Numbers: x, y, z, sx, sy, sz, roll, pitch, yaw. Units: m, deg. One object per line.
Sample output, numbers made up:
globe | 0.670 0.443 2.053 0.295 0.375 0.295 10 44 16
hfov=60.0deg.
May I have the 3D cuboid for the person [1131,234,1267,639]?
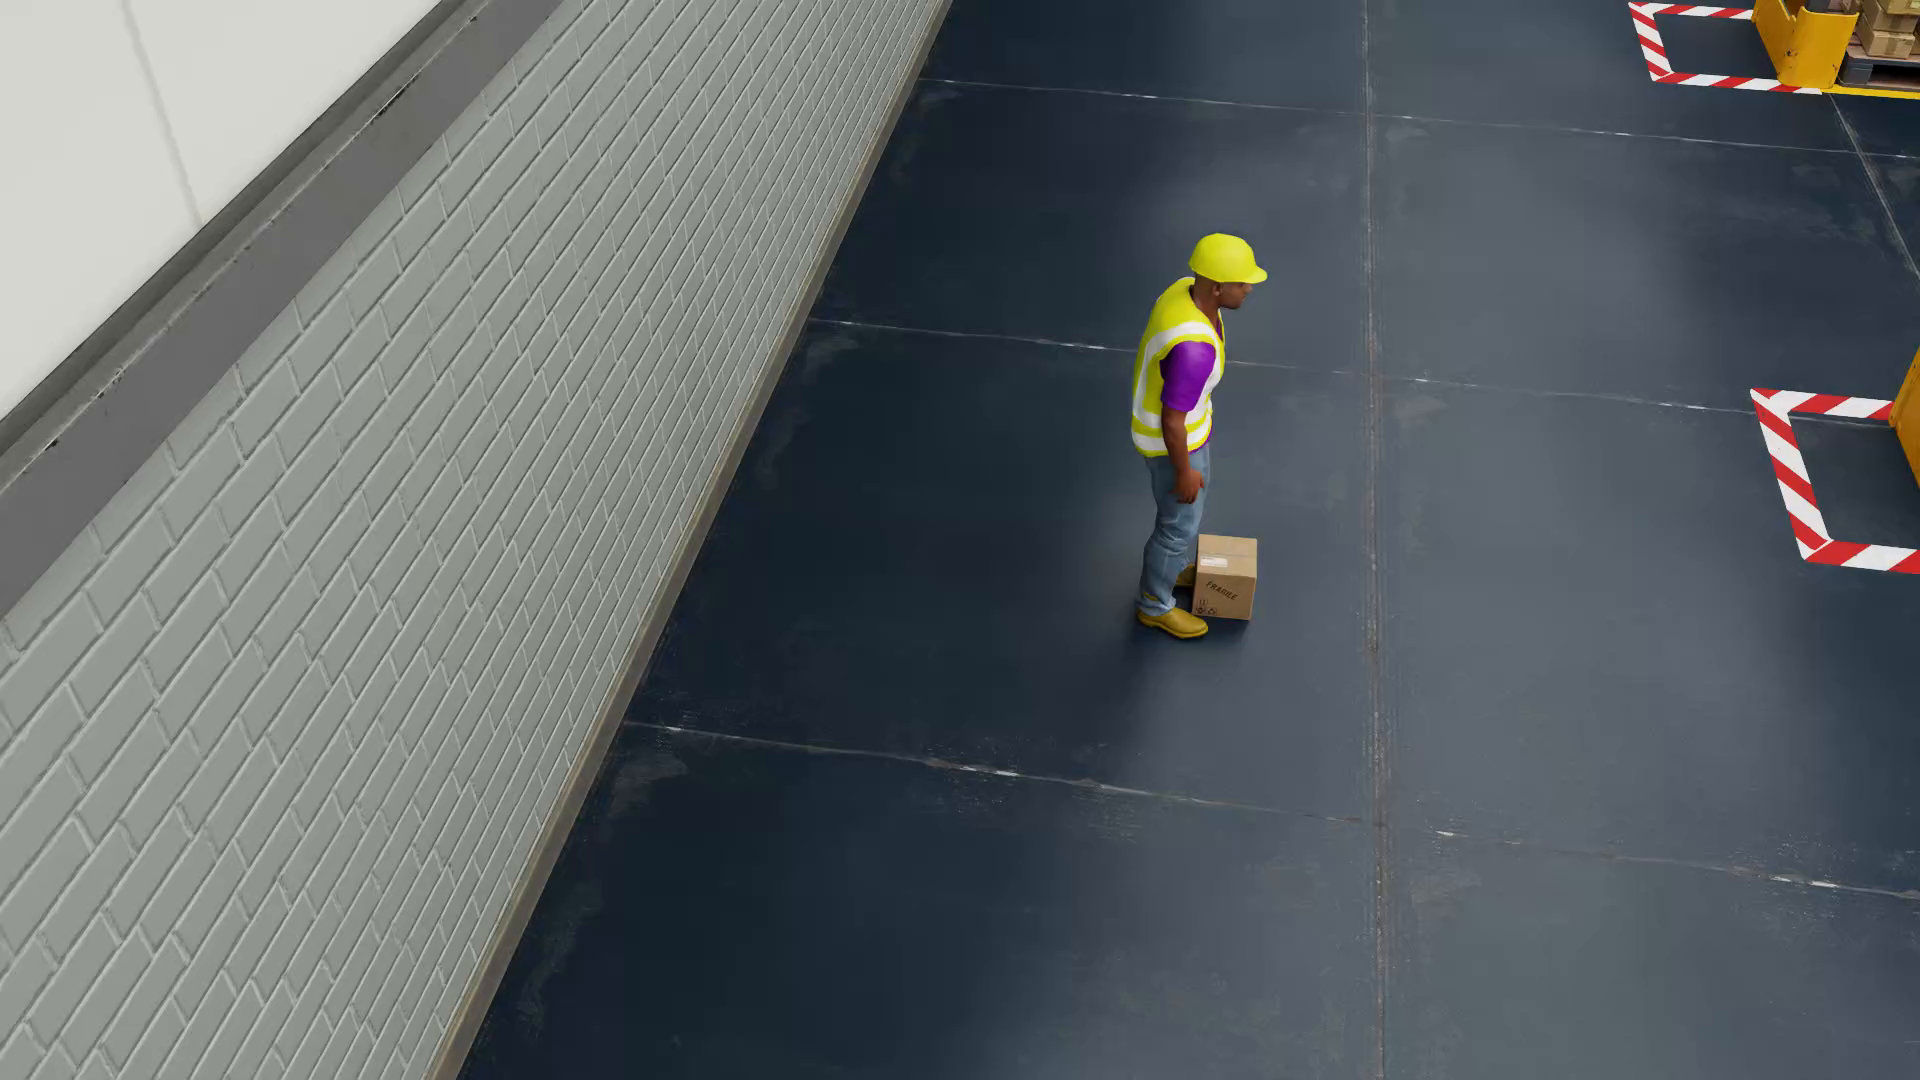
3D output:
person | 0.909 -0.434 6.654 0.459 1.761 0.626 6 41 8
